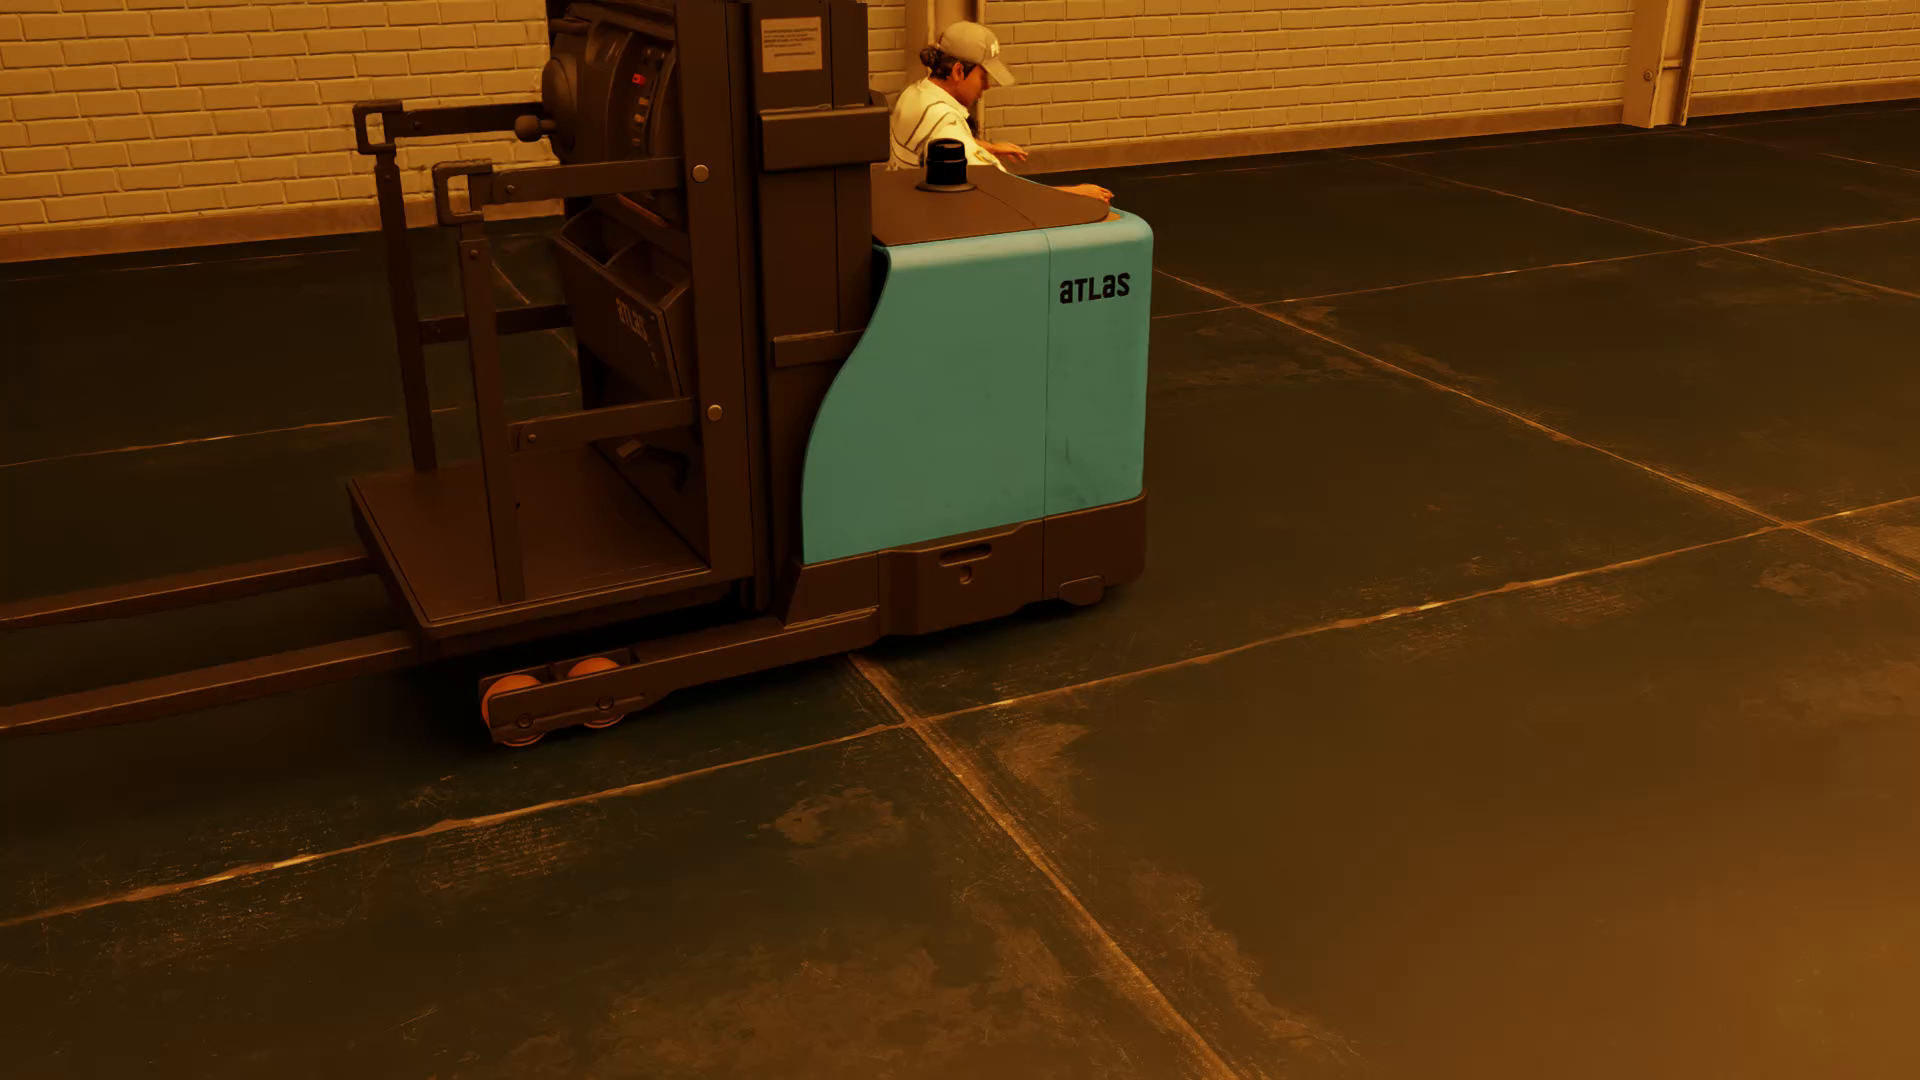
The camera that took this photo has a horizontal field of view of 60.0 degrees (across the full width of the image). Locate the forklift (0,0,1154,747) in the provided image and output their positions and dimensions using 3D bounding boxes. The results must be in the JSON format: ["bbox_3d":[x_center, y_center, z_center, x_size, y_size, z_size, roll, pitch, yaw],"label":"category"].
[{"bbox_3d":[-1.026,-1.097,3.926,3.031,2.935,1.130,-11,25,-25],"label":"forklift"}]

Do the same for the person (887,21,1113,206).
[{"bbox_3d":[0.107,-1.005,5.683,0.753,1.487,0.897,-4,23,-10],"label":"person"}]
